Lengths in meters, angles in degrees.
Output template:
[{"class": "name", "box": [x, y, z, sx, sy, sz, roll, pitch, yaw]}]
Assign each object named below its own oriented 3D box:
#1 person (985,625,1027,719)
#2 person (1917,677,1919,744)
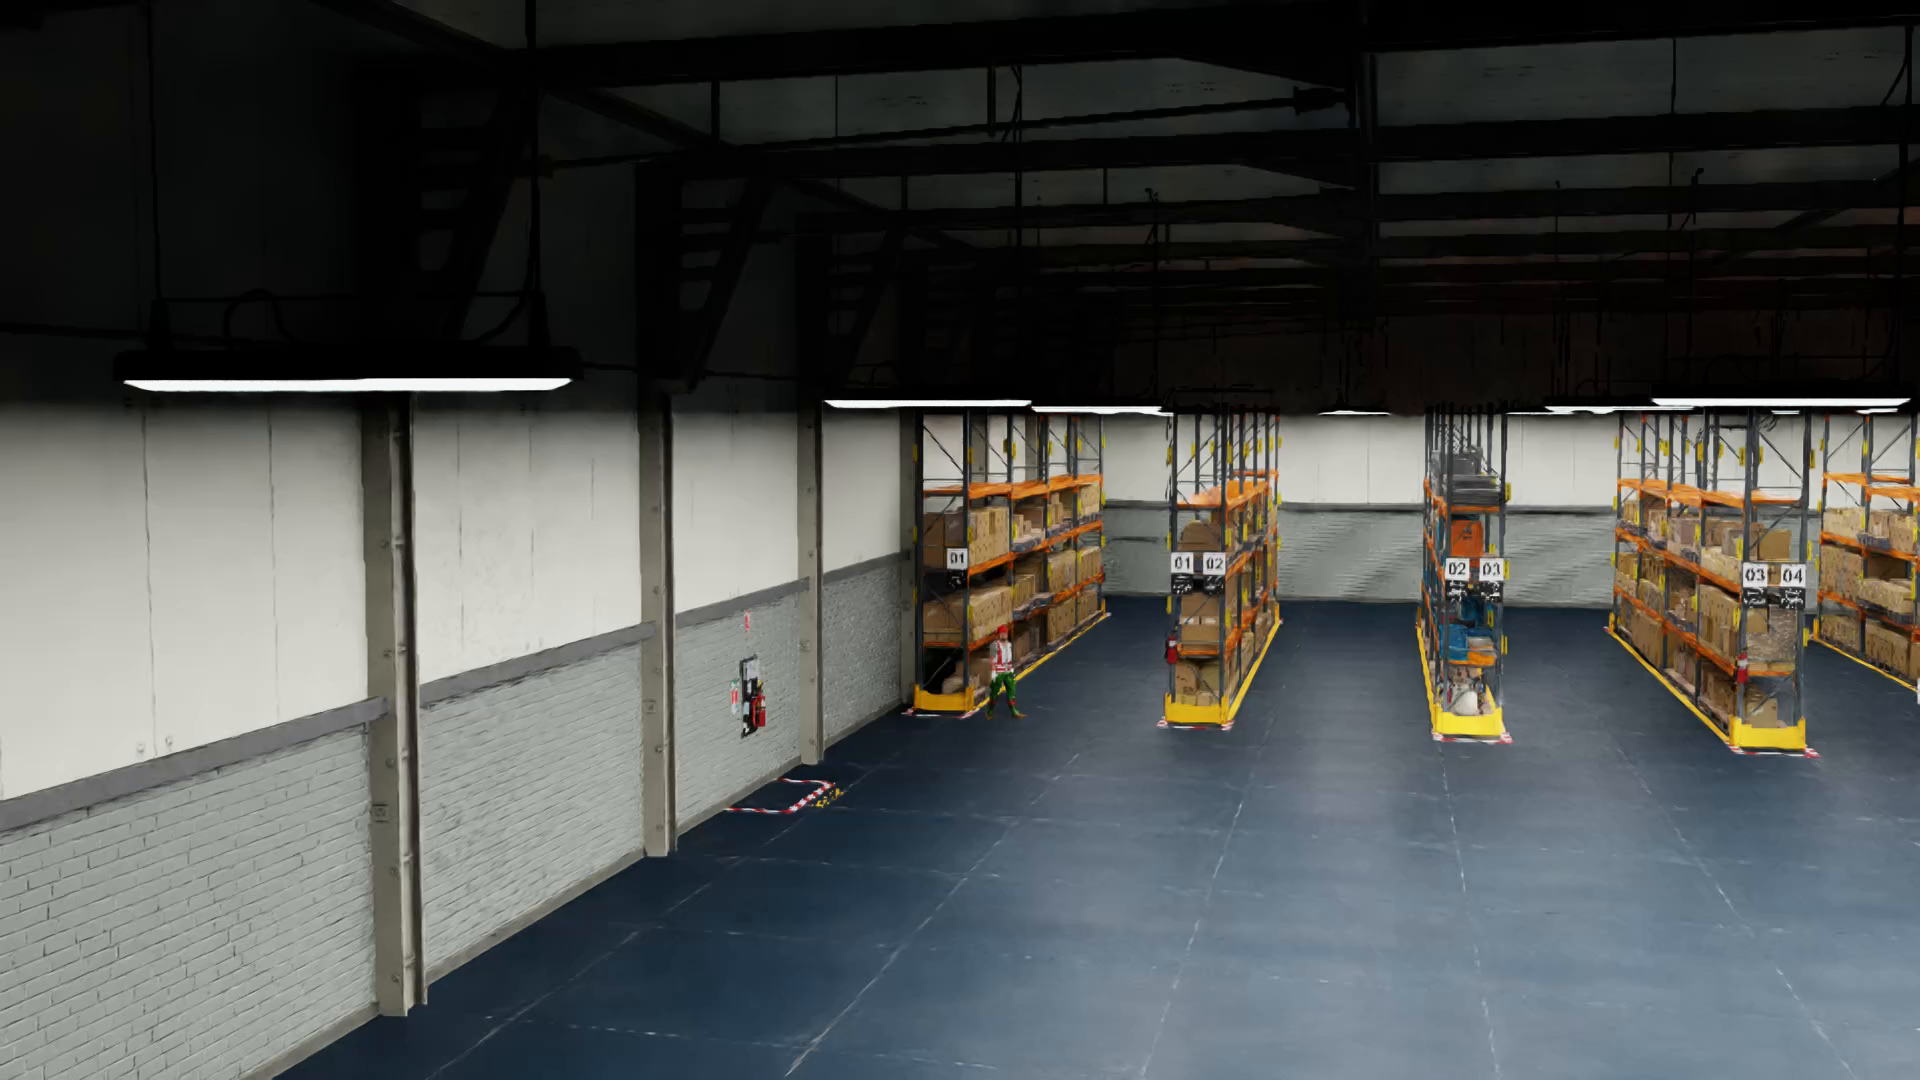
[{"class": "person", "box": [0.840, 2.493, 31.480, 0.718, 1.780, 0.568, -3, 5, -36]}, {"class": "person", "box": [16.158, 2.839, 27.704, 0.414, 1.675, 0.515, -1, 4, -16]}]
